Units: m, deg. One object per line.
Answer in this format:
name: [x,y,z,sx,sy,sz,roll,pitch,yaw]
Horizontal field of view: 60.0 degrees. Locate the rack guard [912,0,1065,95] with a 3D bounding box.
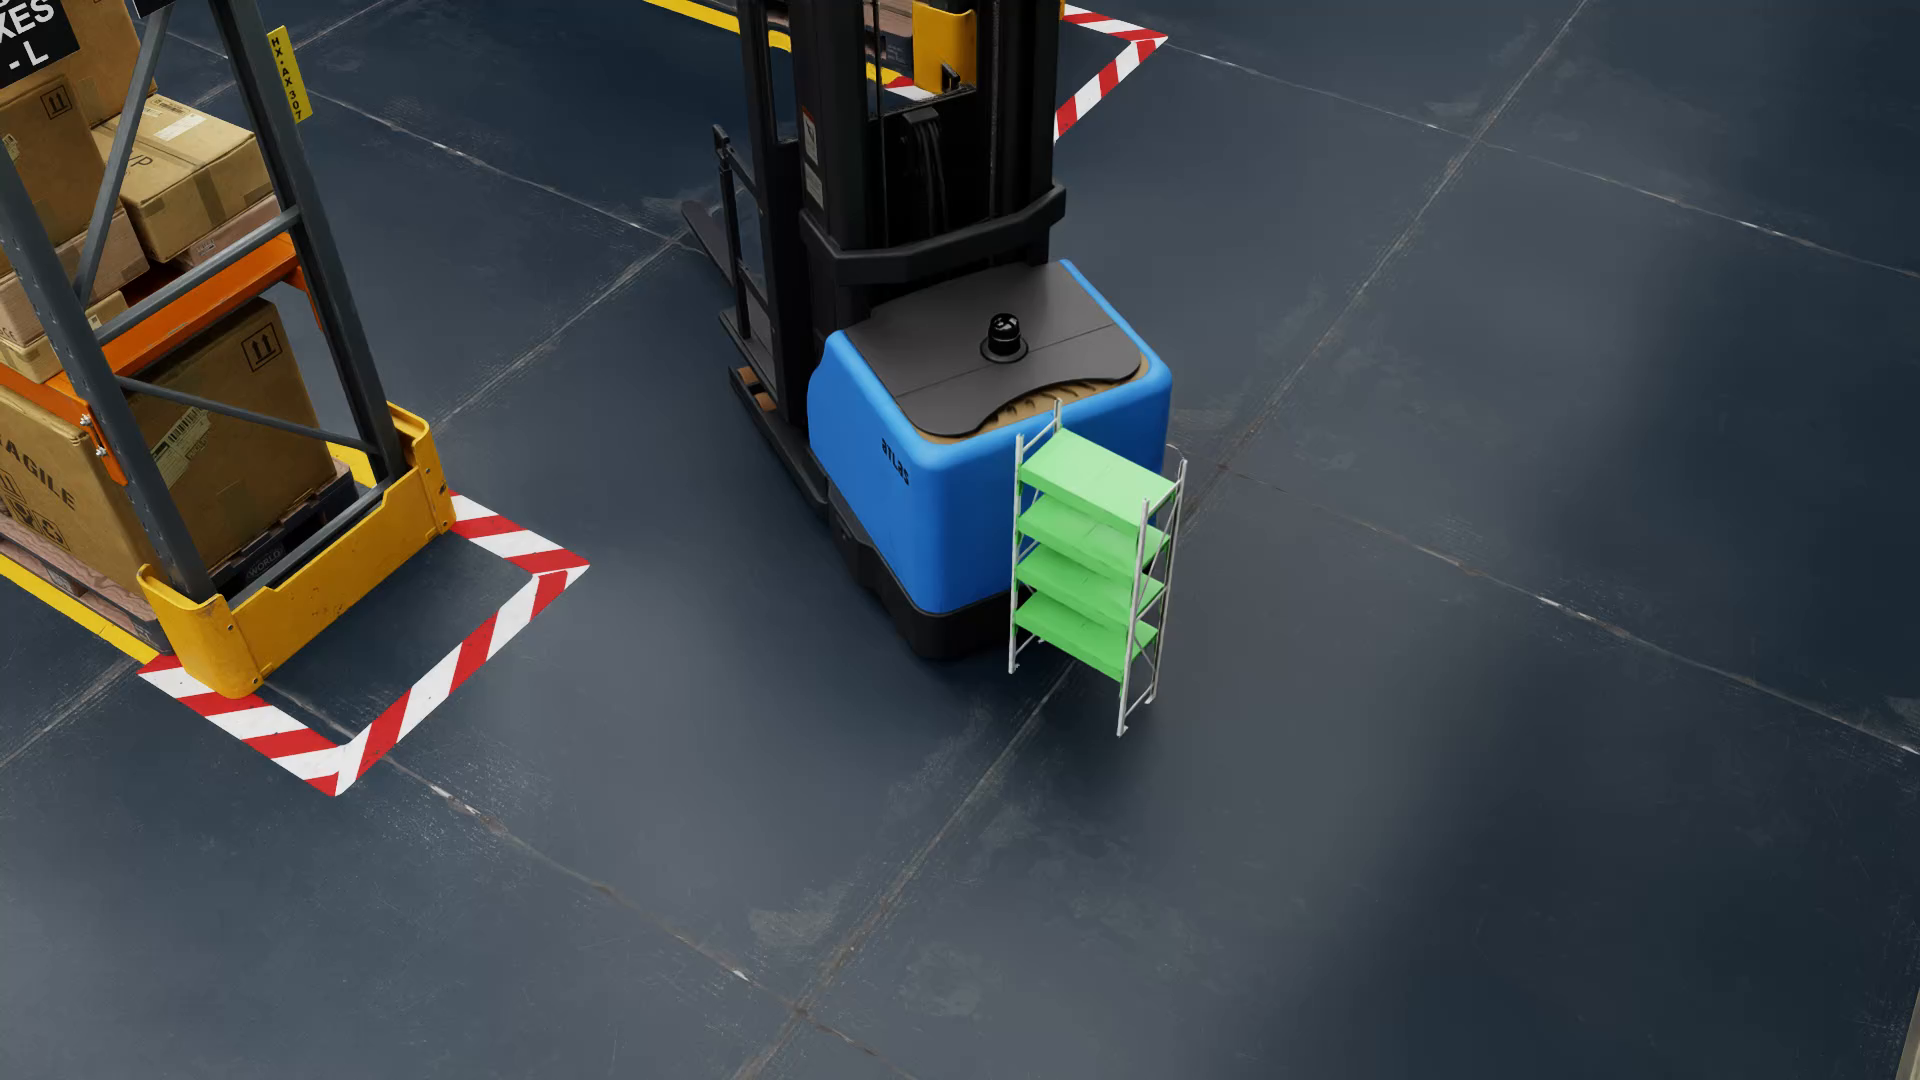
rack guard: [0.178,-2.982,9.299,0.348,0.500,1.175,25,51,22]

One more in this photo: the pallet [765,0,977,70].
pallet: [-0.523,-3.225,9.737,1.213,0.211,1.003,25,51,22]

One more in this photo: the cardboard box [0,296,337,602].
cardboard box: [-3.105,-0.470,6.303,0.875,0.875,0.875,25,51,22]

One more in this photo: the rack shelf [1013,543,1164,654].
rack shelf: [0.456,0.167,5.840,0.480,0.148,0.258,29,52,25]

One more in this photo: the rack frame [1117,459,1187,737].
rack frame: [0.649,0.229,5.691,0.015,1.200,0.240,29,52,25]

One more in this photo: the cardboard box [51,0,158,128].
cardboard box: [-3.203,-1.719,5.703,0.500,0.500,0.500,24,50,21]

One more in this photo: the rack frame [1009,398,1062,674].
rack frame: [0.262,0.016,5.897,0.015,1.200,0.240,29,52,25]

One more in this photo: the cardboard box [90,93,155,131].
cardboard box: [-3.223,-1.462,5.976,0.500,0.250,0.500,24,51,22]

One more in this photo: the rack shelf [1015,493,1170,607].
rack shelf: [0.456,0.000,5.668,0.480,0.148,0.258,29,52,25]

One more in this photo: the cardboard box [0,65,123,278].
cardboard box: [-3.076,-1.207,5.205,0.500,0.500,0.500,25,51,23]

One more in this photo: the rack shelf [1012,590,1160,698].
rack shelf: [0.456,0.335,6.012,0.480,0.148,0.258,29,52,25]

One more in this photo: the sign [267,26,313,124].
sign: [-2.219,-1.526,5.483,0.005,0.325,0.100,25,51,22]

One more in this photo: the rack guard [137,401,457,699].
rack guard: [-2.503,0.016,6.386,0.348,0.500,1.175,25,51,22]

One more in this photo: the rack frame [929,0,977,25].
rack frame: [0.150,-3.854,8.404,0.127,3.000,1.000,25,51,22]

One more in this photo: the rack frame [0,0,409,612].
rack frame: [-2.524,-0.864,5.498,0.127,3.000,1.000,25,51,22]

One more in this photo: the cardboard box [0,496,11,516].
cardboard box: [-3.871,-0.822,6.646,0.875,0.875,0.875,25,51,22]

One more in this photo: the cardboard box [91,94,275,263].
cardboard box: [-2.782,-1.264,5.784,0.500,0.250,0.500,23,50,21]

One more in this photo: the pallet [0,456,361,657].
pallet: [-3.239,-0.155,6.753,1.213,0.211,1.003,25,51,22]

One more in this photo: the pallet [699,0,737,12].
pallet: [-1.546,-3.698,10.196,1.213,0.211,1.003,25,51,22]

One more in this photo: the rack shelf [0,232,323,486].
rack shelf: [-4.207,-1.388,6.509,4.000,0.370,1.077,25,51,22]

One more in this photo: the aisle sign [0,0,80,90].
aisle sign: [-2.625,-1.561,4.363,0.004,0.787,0.394,25,51,22]

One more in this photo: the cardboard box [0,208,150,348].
cardboard box: [-3.075,-0.943,5.472,0.500,0.250,0.500,24,50,22]

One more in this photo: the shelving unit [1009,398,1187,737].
shelving unit: [0.456,0.123,5.794,0.503,1.200,0.258,29,52,25]

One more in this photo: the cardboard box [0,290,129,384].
cardboard box: [-3.001,-0.716,5.529,0.250,0.149,0.380,26,51,23]

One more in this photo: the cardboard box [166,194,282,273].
cardboard box: [-2.644,-1.113,5.915,0.250,0.149,0.380,25,51,23]

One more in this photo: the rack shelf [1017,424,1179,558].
rack shelf: [0.456,-0.167,5.496,0.480,0.148,0.258,29,52,25]

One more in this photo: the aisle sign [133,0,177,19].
aisle sign: [-2.301,-1.923,4.715,0.004,0.787,0.394,25,51,22]

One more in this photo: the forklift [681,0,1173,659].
forklift: [-0.356,-1.637,6.297,1.130,2.935,3.031,-20,49,-19]
